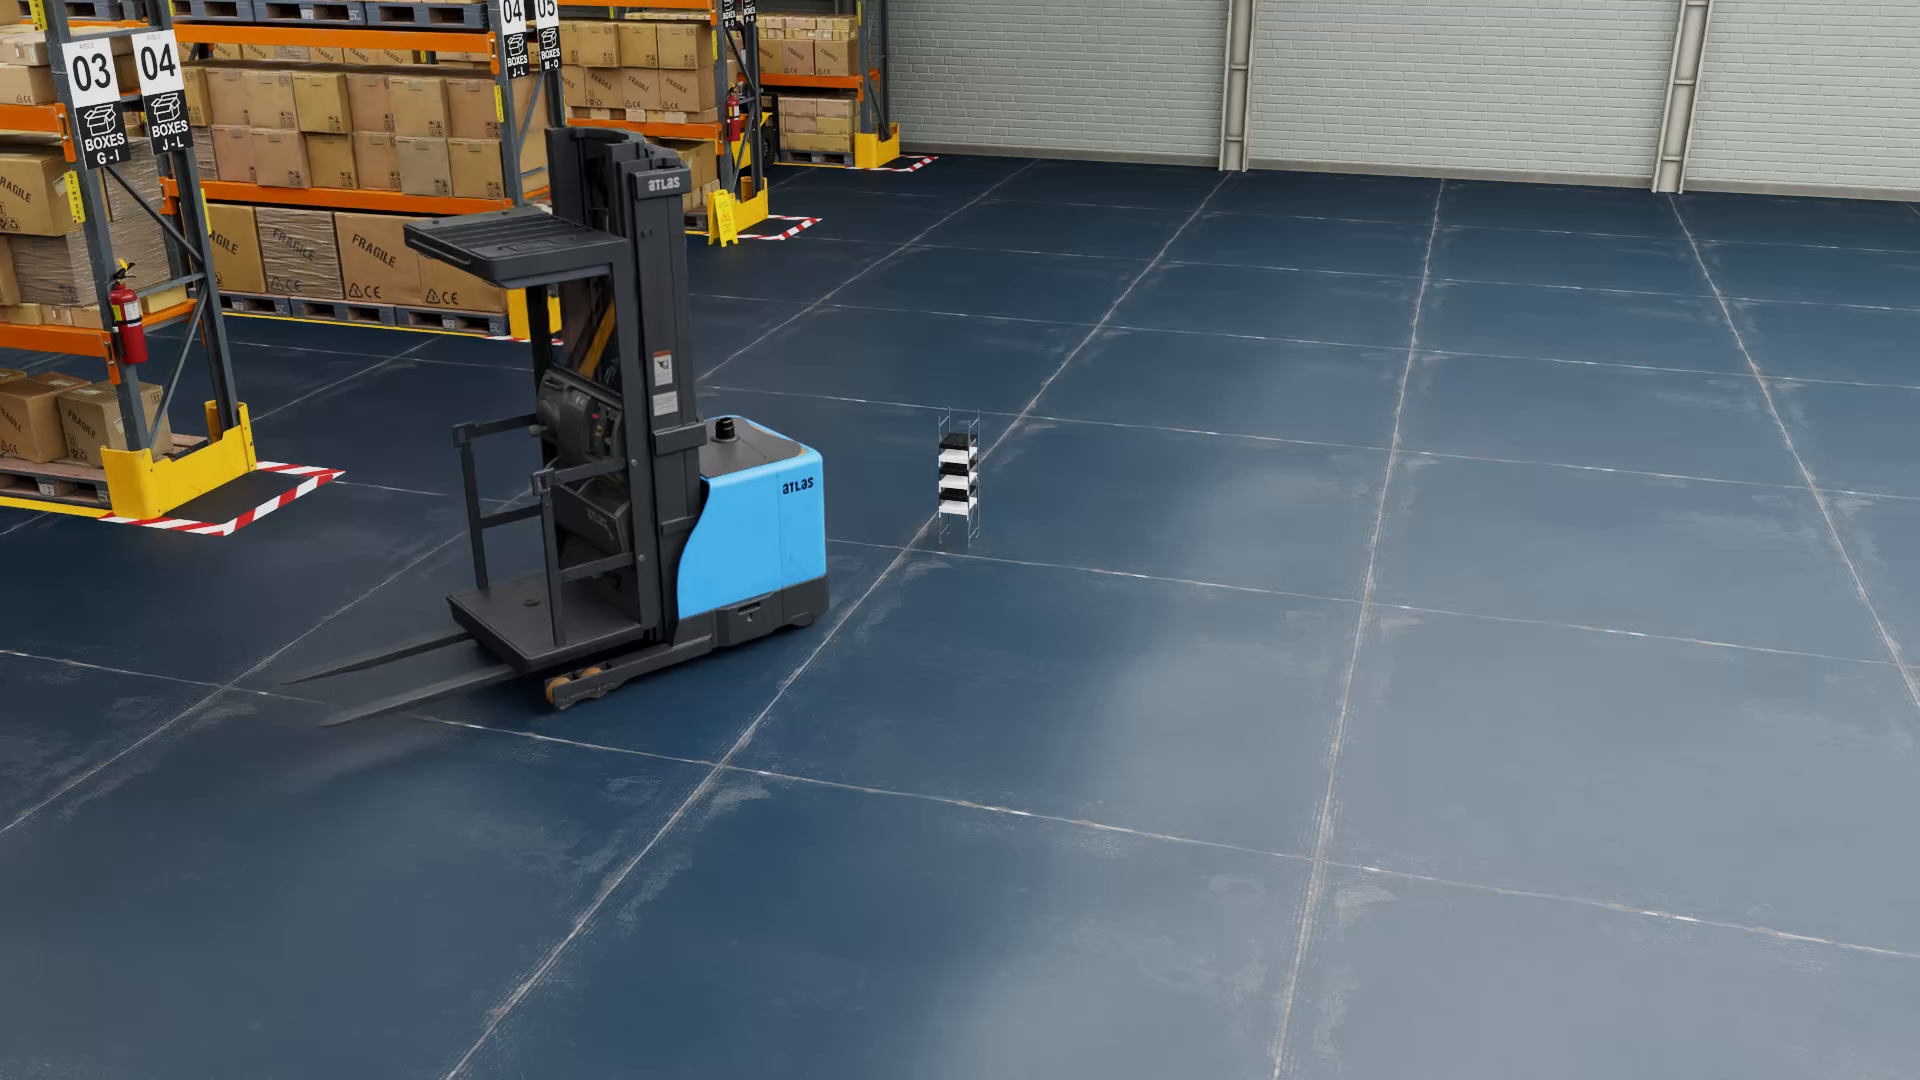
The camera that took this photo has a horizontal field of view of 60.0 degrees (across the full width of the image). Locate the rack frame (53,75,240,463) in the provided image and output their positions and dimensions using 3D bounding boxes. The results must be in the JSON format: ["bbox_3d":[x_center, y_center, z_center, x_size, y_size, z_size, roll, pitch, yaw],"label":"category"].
[{"bbox_3d":[-5.570,-1.743,11.568,0.127,3.000,1.000,7,23,16],"label":"rack frame"}]

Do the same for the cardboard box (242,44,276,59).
[{"bbox_3d":[-8.991,-6.355,21.734,0.500,0.500,0.500,7,23,16],"label":"cardboard box"}]

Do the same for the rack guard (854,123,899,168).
[{"bbox_3d":[-1.254,-5.989,25.211,0.348,0.500,1.175,7,23,16],"label":"rack guard"}]

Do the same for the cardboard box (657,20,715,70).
[{"bbox_3d":[-3.260,-5.967,20.024,0.500,0.500,0.700,6,23,14],"label":"cardboard box"}]

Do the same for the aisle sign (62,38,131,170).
[{"bbox_3d":[-5.597,-2.830,10.792,0.004,0.787,0.394,7,23,16],"label":"aisle sign"}]

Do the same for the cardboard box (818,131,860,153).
[{"bbox_3d":[-1.818,-6.007,25.031,0.500,0.250,0.500,7,23,16],"label":"cardboard box"}]

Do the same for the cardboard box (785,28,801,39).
[{"bbox_3d":[-2.408,-7.530,24.687,0.250,0.149,0.380,6,23,15],"label":"cardboard box"}]

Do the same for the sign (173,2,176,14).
[{"bbox_3d":[-12.915,-8.666,27.303,0.005,0.325,0.100,7,23,16],"label":"sign"}]

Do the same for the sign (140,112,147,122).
[{"bbox_3d":[-8.018,-4.274,16.315,0.005,0.325,0.100,7,23,16],"label":"sign"}]

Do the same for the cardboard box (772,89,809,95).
[{"bbox_3d":[-2.638,-6.766,25.565,0.500,0.250,0.500,6,23,15],"label":"cardboard box"}]

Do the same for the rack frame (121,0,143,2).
[{"bbox_3d":[-7.870,-6.749,15.865,0.127,3.000,1.000,7,23,16],"label":"rack frame"}]

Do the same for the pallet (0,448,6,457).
[{"bbox_3d":[-7.575,-0.698,12.693,1.213,0.211,1.003,7,23,16],"label":"pallet"}]

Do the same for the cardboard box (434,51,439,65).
[{"bbox_3d":[-6.903,-6.316,21.639,0.500,0.500,0.500,7,23,17],"label":"cardboard box"}]

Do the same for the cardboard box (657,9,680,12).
[{"bbox_3d":[-4.486,-8.103,25.692,0.250,0.149,0.380,6,23,14],"label":"cardboard box"}]

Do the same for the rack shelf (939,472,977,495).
[{"bbox_3d":[-0.008,-0.386,11.114,0.200,0.077,0.258,7,23,16],"label":"rack shelf"}]

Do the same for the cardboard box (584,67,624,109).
[{"bbox_3d":[-4.263,-5.600,20.446,0.500,0.500,0.500,6,23,15],"label":"cardboard box"}]

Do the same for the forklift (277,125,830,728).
[{"bbox_3d":[-2.254,-0.665,9.030,3.031,2.935,1.130,-17,28,-36],"label":"forklift"}]

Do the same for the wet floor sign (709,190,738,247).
[{"bbox_3d":[-2.835,-3.845,19.794,0.232,0.644,0.267,16,27,34],"label":"wet floor sign"}]

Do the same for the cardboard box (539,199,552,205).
[{"bbox_3d":[-5.027,-4.430,21.188,0.500,0.250,0.500,6,23,15],"label":"cardboard box"}]

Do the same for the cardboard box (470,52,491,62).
[{"bbox_3d":[-5.696,-6.238,20.684,0.500,0.500,0.700,7,23,16],"label":"cardboard box"}]

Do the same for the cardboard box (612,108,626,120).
[{"bbox_3d":[-4.101,-5.311,20.596,0.250,0.149,0.380,7,23,16],"label":"cardboard box"}]

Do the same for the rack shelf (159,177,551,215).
[{"bbox_3d":[-5.955,-3.421,16.605,4.000,0.370,1.077,7,23,16],"label":"rack shelf"}]

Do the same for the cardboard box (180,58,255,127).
[{"bbox_3d":[-7.527,-4.489,16.641,0.550,0.550,0.875,7,23,16],"label":"cardboard box"}]

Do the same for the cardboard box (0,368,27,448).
[{"bbox_3d":[-7.339,-0.984,12.458,0.500,0.500,0.500,9,24,20],"label":"cardboard box"}]

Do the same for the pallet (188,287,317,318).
[{"bbox_3d":[-7.165,-2.571,17.260,1.213,0.211,1.003,7,23,15],"label":"pallet"}]

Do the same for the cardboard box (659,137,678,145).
[{"bbox_3d":[-3.925,-4.860,21.248,0.500,0.500,0.500,6,23,14],"label":"cardboard box"}]

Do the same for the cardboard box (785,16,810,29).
[{"bbox_3d":[-2.401,-7.683,24.670,0.250,0.149,0.380,7,23,16],"label":"cardboard box"}]

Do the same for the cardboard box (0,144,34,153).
[{"bbox_3d":[-6.648,-2.413,11.359,0.500,0.500,0.500,7,23,16],"label":"cardboard box"}]

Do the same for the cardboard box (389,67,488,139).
[{"bbox_3d":[-4.938,-4.185,15.899,0.550,0.550,0.875,7,23,16],"label":"cardboard box"}]

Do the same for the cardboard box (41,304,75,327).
[{"bbox_3d":[-6.142,-1.611,11.576,0.250,0.149,0.380,7,23,16],"label":"cardboard box"}]

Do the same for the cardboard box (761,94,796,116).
[{"bbox_3d":[-2.785,-6.575,25.100,0.500,0.250,0.500,7,23,16],"label":"cardboard box"}]

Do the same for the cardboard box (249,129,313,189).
[{"bbox_3d":[-6.497,-3.852,16.511,0.550,0.550,0.875,7,23,16],"label":"cardboard box"}]

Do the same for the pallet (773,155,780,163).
[{"bbox_3d":[-3.186,-6.061,25.767,1.213,0.211,1.003,7,23,15],"label":"pallet"}]

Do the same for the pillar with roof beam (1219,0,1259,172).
[{"bbox_3d":[2.817,-8.105,19.172,0.400,9.000,9.100,7,23,16],"label":"pillar with roof beam"}]

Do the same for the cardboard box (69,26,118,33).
[{"bbox_3d":[-5.987,-3.424,11.385,0.250,0.149,0.380,7,23,17],"label":"cardboard box"}]

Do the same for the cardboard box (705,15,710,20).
[{"bbox_3d":[-3.631,-7.815,24.992,0.250,0.149,0.380,6,23,15],"label":"cardboard box"}]

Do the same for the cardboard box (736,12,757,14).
[{"bbox_3d":[-3.264,-7.954,25.330,0.250,0.149,0.380,7,23,17],"label":"cardboard box"}]

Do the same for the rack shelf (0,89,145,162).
[{"bbox_3d":[-7.485,-3.018,11.670,4.000,0.370,1.077,7,23,16],"label":"rack shelf"}]

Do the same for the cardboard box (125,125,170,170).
[{"bbox_3d":[-8.447,-3.979,16.887,0.500,0.500,0.500,6,23,15],"label":"cardboard box"}]

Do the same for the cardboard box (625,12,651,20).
[{"bbox_3d":[-4.887,-7.928,25.266,0.250,0.149,0.380,7,23,17],"label":"cardboard box"}]

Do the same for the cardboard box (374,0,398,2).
[{"bbox_3d":[-5.186,-5.044,15.307,0.250,0.149,0.380,7,23,16],"label":"cardboard box"}]

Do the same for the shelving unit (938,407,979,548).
[{"bbox_3d":[-0.008,-0.417,11.101,0.210,0.900,0.258,7,23,16],"label":"shelving unit"}]

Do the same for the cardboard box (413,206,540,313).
[{"bbox_3d":[-4.709,-2.796,16.380,0.875,0.875,0.875,7,23,16],"label":"cardboard box"}]

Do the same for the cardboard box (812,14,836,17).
[{"bbox_3d":[-2.035,-7.811,24.981,0.250,0.149,0.380,7,23,17],"label":"cardboard box"}]

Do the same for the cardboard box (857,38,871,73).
[{"bbox_3d":[-1.671,-7.349,25.103,0.500,0.500,0.500,7,23,17],"label":"cardboard box"}]

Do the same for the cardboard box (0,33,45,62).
[{"bbox_3d":[-6.141,-3.235,10.923,0.250,0.149,0.380,6,23,14],"label":"cardboard box"}]
